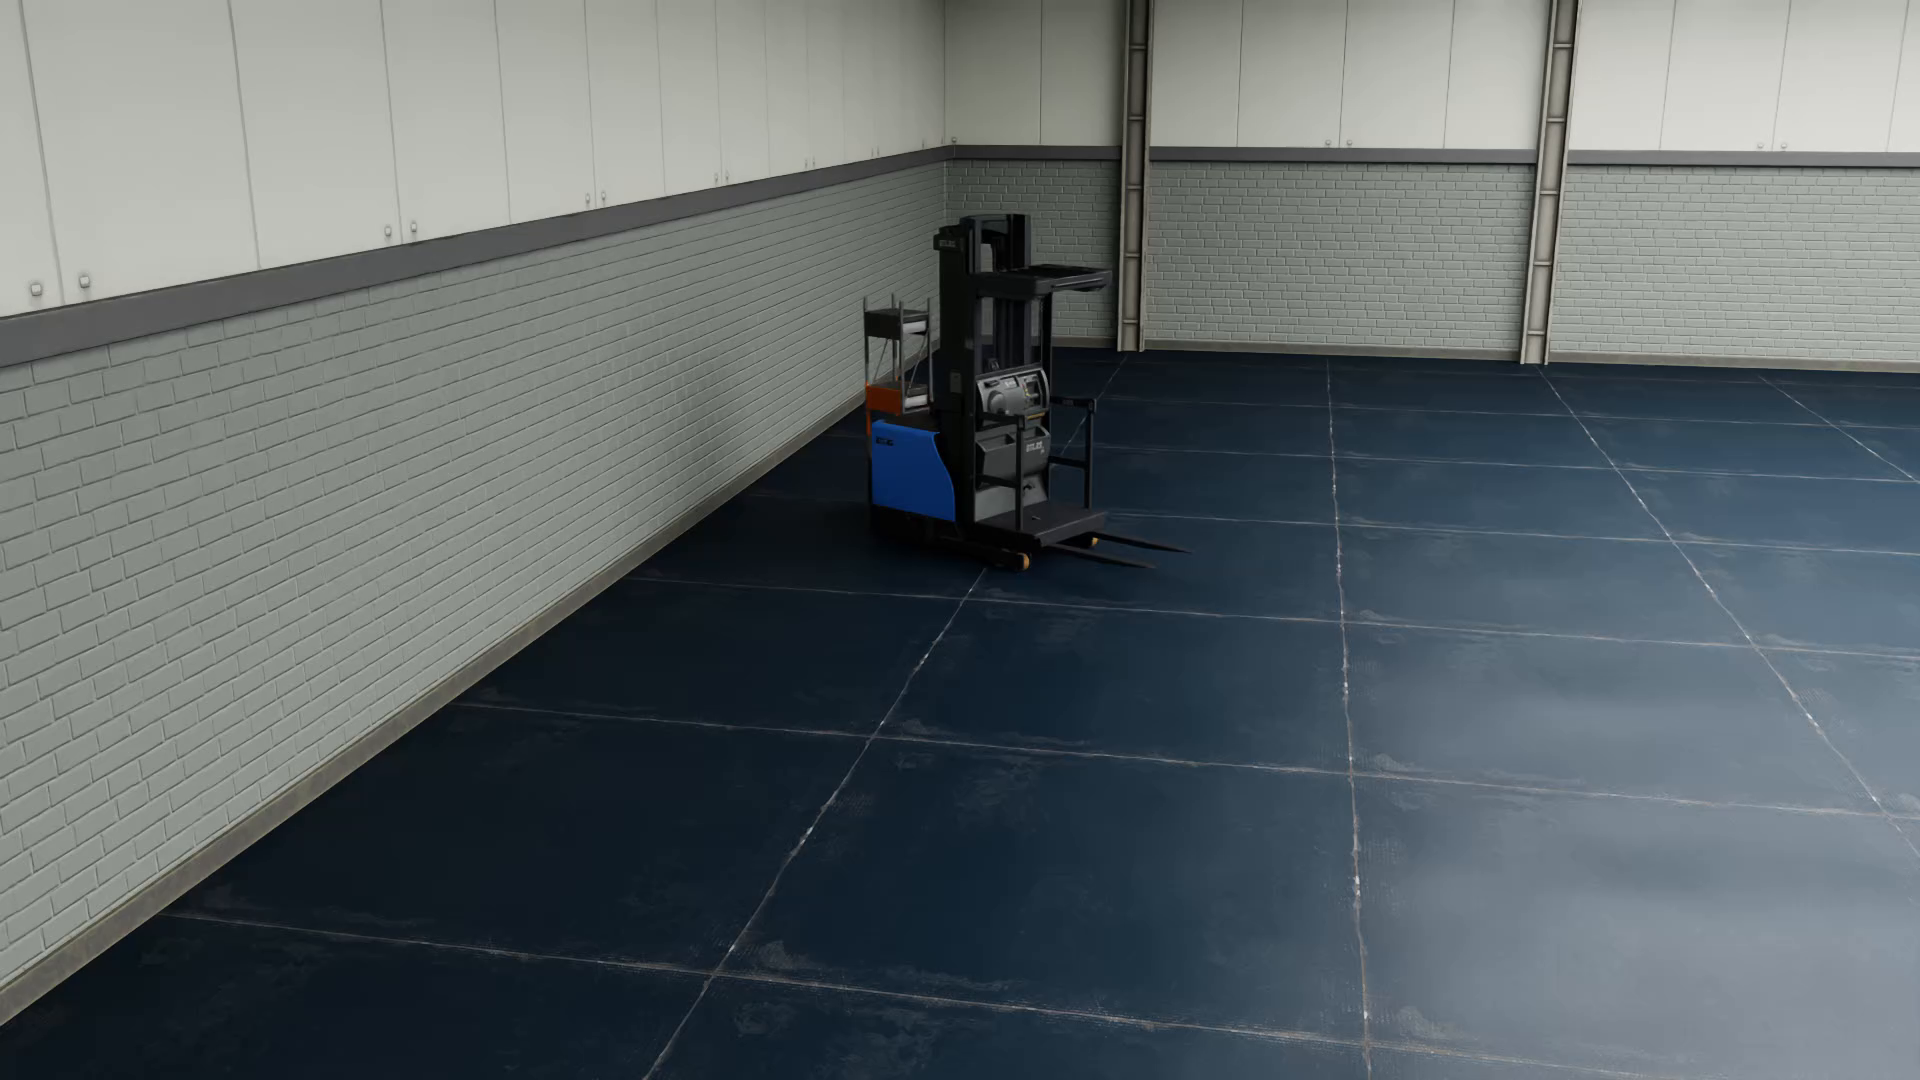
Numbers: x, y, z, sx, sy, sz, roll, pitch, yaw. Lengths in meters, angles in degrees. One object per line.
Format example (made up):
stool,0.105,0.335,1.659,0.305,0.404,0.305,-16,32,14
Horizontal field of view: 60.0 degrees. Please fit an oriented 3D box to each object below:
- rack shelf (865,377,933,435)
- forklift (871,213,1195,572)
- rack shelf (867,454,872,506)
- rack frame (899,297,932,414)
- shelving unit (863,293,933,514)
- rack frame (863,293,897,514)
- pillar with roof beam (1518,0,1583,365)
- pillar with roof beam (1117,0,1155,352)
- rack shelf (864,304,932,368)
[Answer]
rack shelf,-0.580,-1.253,15.879,0.480,0.518,0.431,14,21,42
forklift,0.625,-1.298,14.446,3.031,2.935,1.130,13,20,39
rack shelf,-0.574,-0.577,16.060,0.480,0.518,0.431,14,21,42
rack frame,-0.406,-1.223,15.710,0.015,2.100,0.400,14,21,42
shelving unit,-0.581,-1.266,15.875,0.503,2.100,0.431,14,21,42
rack frame,-0.756,-1.308,16.040,0.015,2.100,0.400,14,21,42
pillar with roof beam,7.688,-5.859,19.546,0.400,9.000,9.100,3,16,11
pillar with roof beam,1.808,-6.179,20.698,0.400,9.000,9.100,3,16,11
rack shelf,-0.586,-1.929,15.697,0.480,0.518,0.431,14,21,42
